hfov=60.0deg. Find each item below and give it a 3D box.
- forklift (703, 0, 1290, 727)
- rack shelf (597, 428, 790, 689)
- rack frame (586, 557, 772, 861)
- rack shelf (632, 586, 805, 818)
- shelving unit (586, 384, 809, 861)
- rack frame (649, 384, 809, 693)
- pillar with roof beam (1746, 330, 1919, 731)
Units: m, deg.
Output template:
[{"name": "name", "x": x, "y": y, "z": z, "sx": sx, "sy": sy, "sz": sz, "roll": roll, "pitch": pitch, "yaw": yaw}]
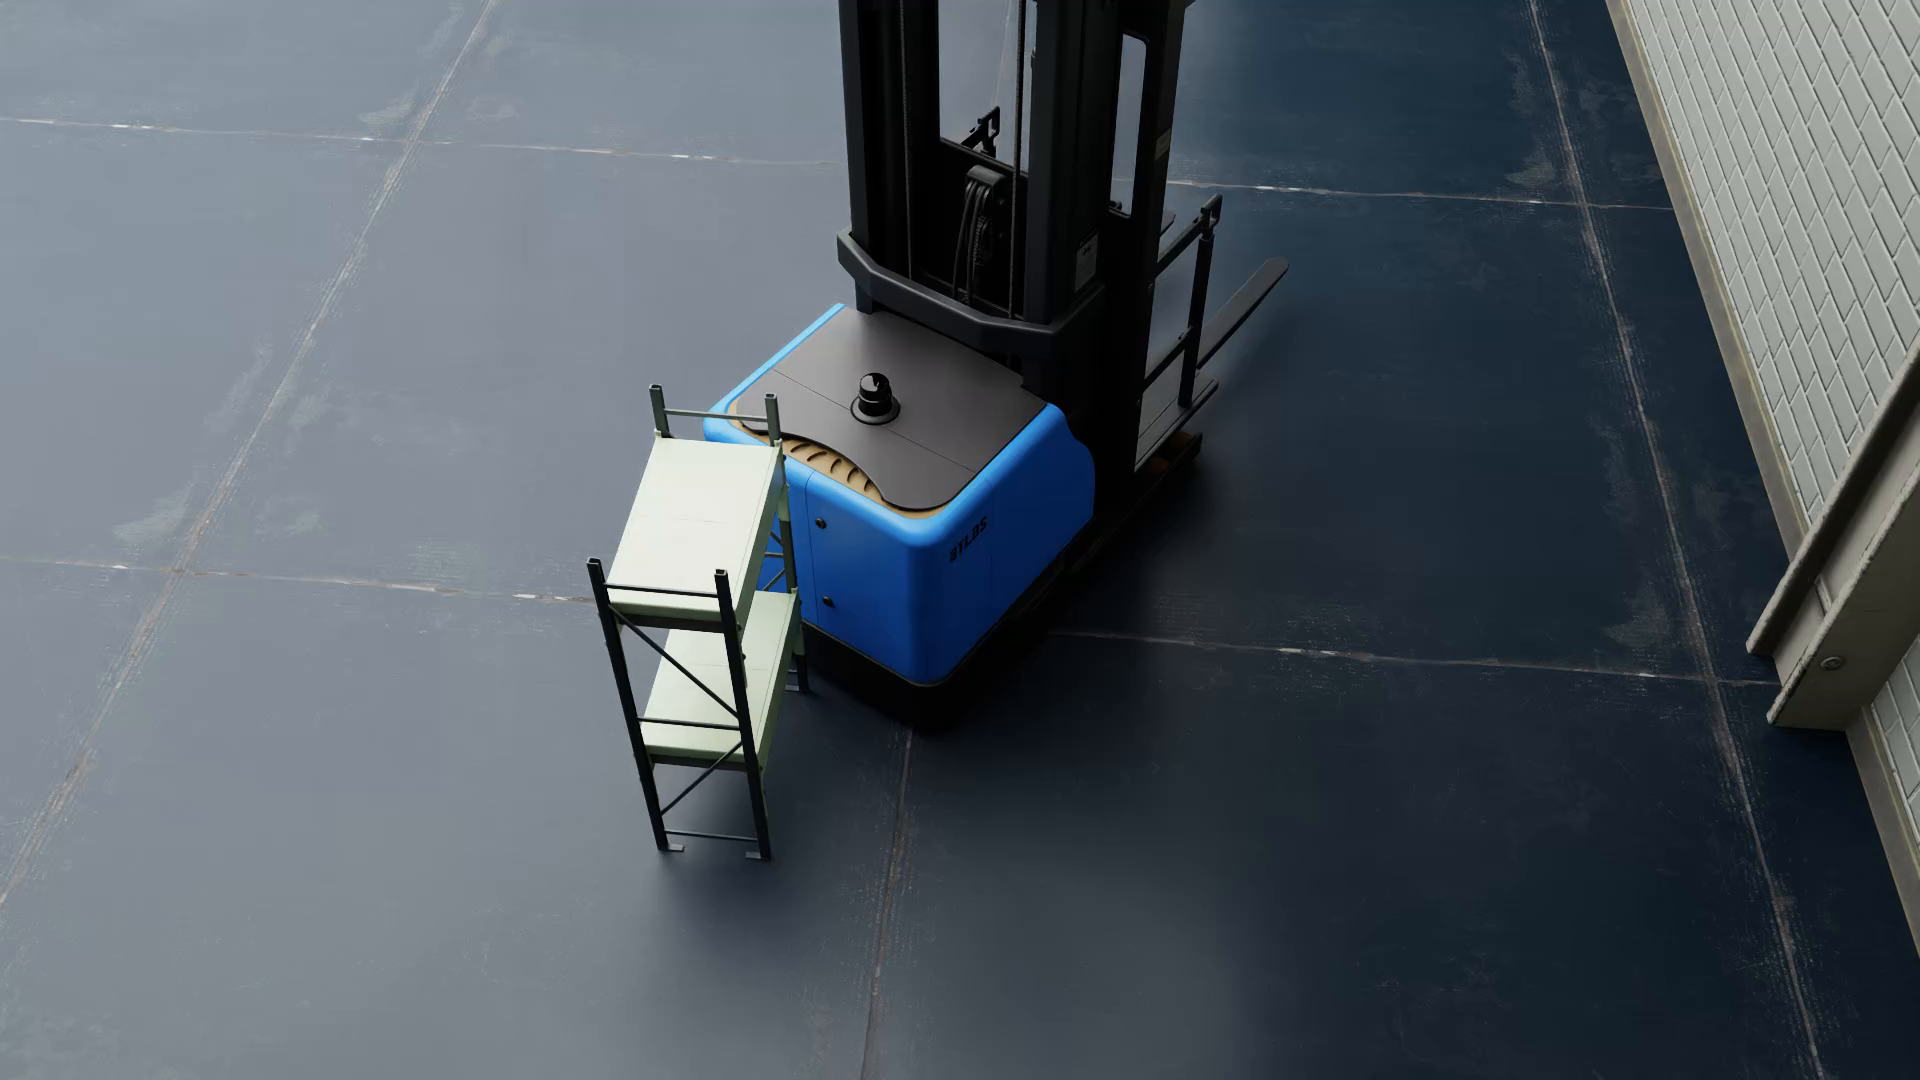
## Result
[{"name": "forklift", "x": 0.363, "y": -1.362, "z": 6.035, "sx": 1.130, "sy": 2.935, "sz": 3.031, "roll": 28, "pitch": 53, "yaw": 23}, {"name": "rack shelf", "x": -0.811, "y": 0.048, "z": 5.186, "sx": 0.431, "sy": 0.370, "sz": 0.720, "roll": 5, "pitch": 48, "yaw": 4}, {"name": "rack frame", "x": -0.853, "y": 0.580, "z": 5.229, "sx": 0.400, "sy": 1.500, "sz": 0.023, "roll": 5, "pitch": 48, "yaw": 4}, {"name": "rack shelf", "x": -0.811, "y": 0.532, "z": 5.715, "sx": 0.431, "sy": 0.370, "sz": 0.720, "roll": 5, "pitch": 48, "yaw": 4}, {"name": "shelving unit", "x": -0.811, "y": 0.312, "z": 5.474, "sx": 0.431, "sy": 1.500, "sz": 0.755, "roll": 5, "pitch": 48, "yaw": 4}, {"name": "rack frame", "x": -0.769, "y": 0.043, "z": 5.720, "sx": 0.400, "sy": 1.500, "sz": 0.023, "roll": 5, "pitch": 48, "yaw": 4}, {"name": "pillar with roof beam", "x": -1.121, "y": -2.777, "z": 3.217, "sx": 9.100, "sy": 9.000, "sz": 0.400, "roll": 4, "pitch": 48, "yaw": 4}]
